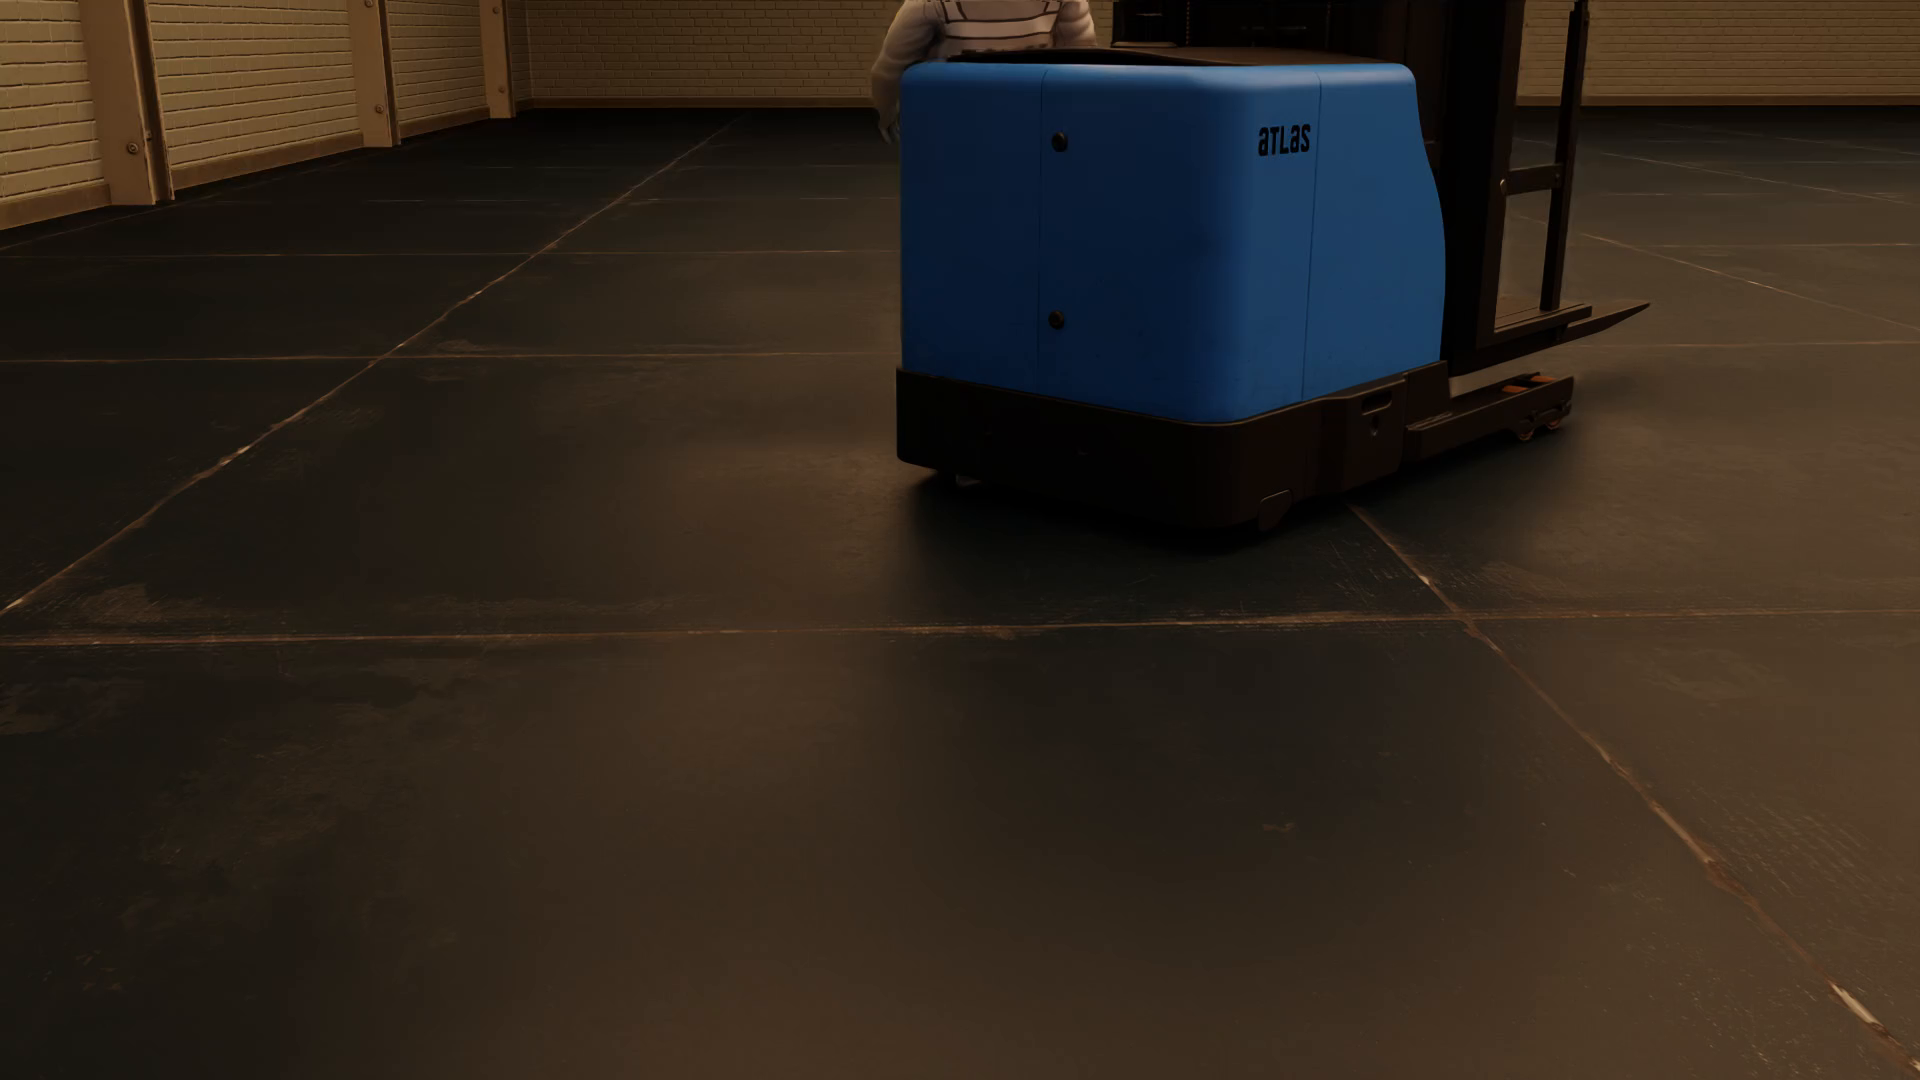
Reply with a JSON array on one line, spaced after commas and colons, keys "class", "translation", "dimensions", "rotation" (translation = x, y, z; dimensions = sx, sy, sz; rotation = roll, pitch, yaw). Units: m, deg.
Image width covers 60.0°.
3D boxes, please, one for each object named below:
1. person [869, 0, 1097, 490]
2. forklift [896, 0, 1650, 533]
[{"class": "person", "translation": [0.108, -0.982, 4.430], "dimensions": [0.666, 1.593, 0.794], "rotation": [-10, 20, -30]}, {"class": "forklift", "translation": [1.197, -1.777, 4.715], "dimensions": [1.130, 2.935, 3.031], "rotation": [15, 22, 40]}]
